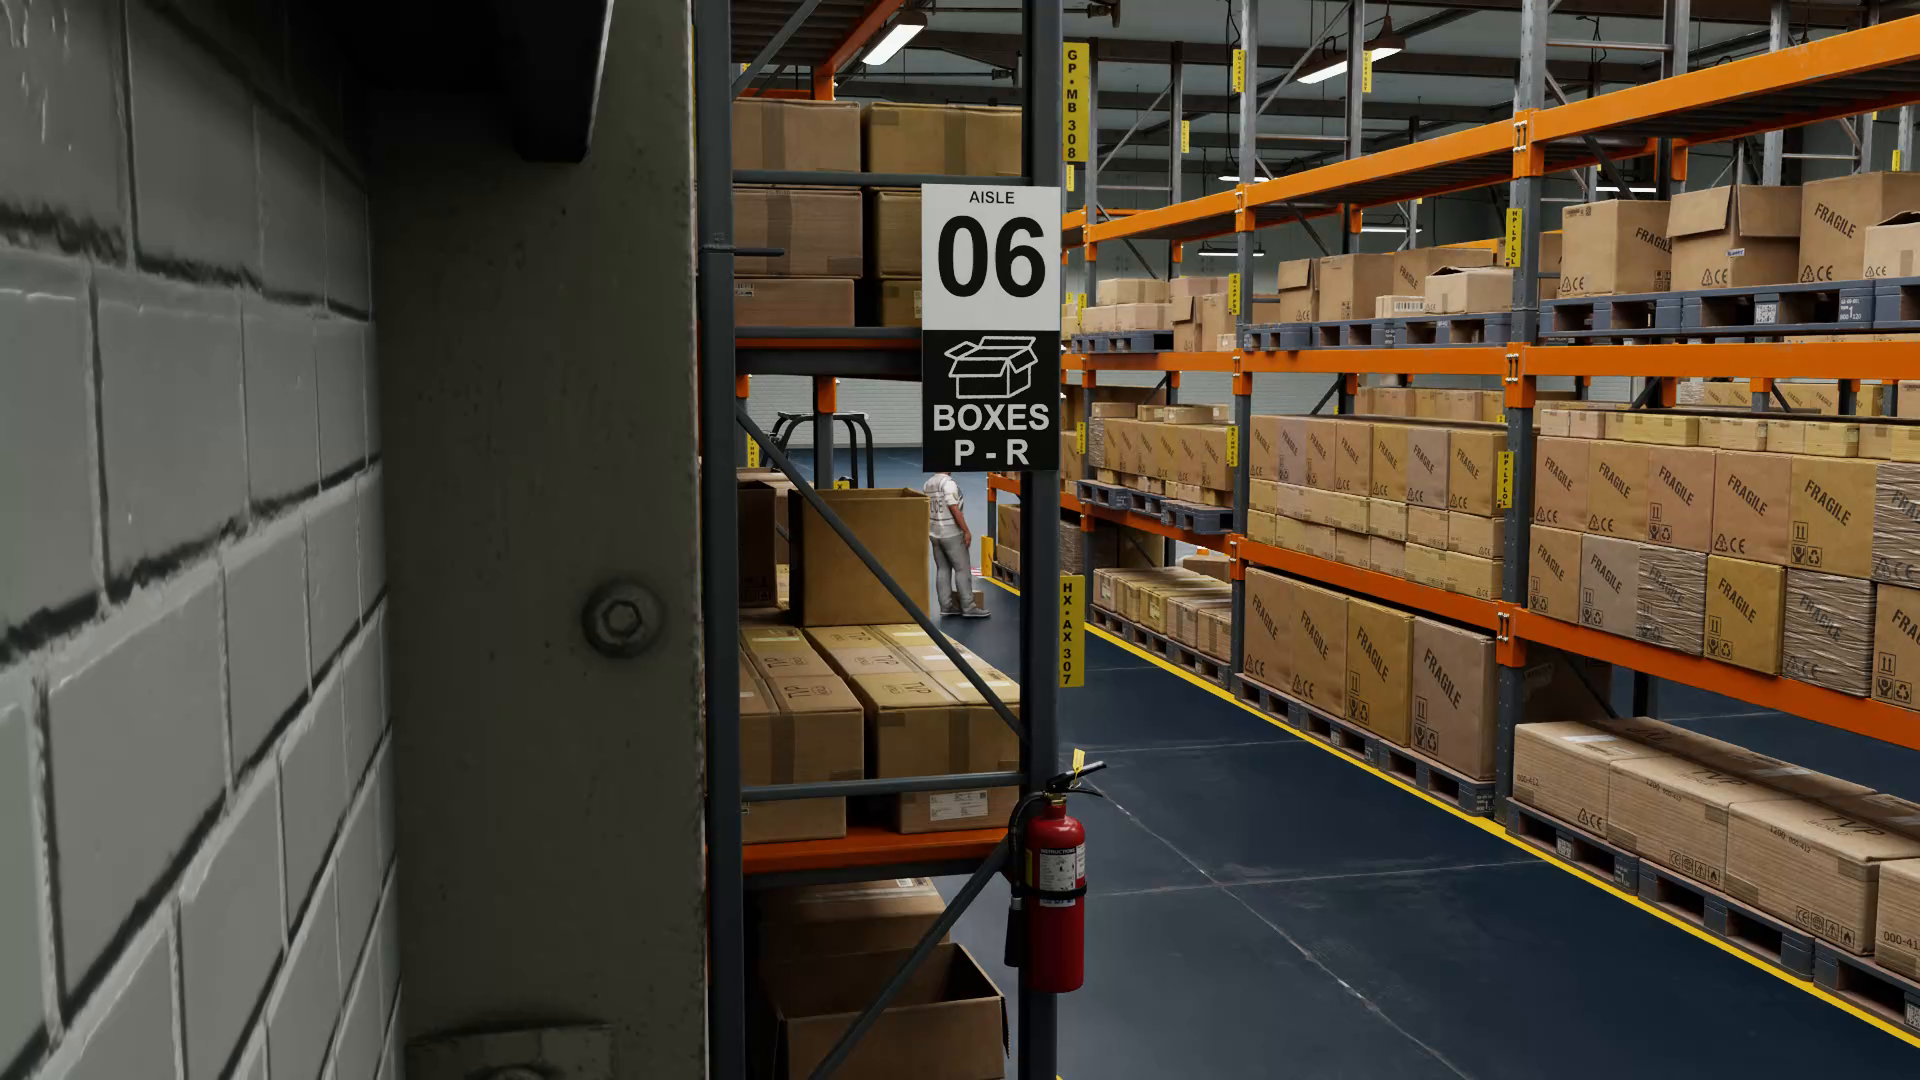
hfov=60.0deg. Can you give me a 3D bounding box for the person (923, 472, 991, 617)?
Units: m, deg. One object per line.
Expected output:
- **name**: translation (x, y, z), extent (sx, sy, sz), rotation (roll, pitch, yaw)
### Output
- **person**: translation (-0.065, -0.074, 17.809), extent (0.575, 1.780, 0.640), rotation (-5, 8, -38)
